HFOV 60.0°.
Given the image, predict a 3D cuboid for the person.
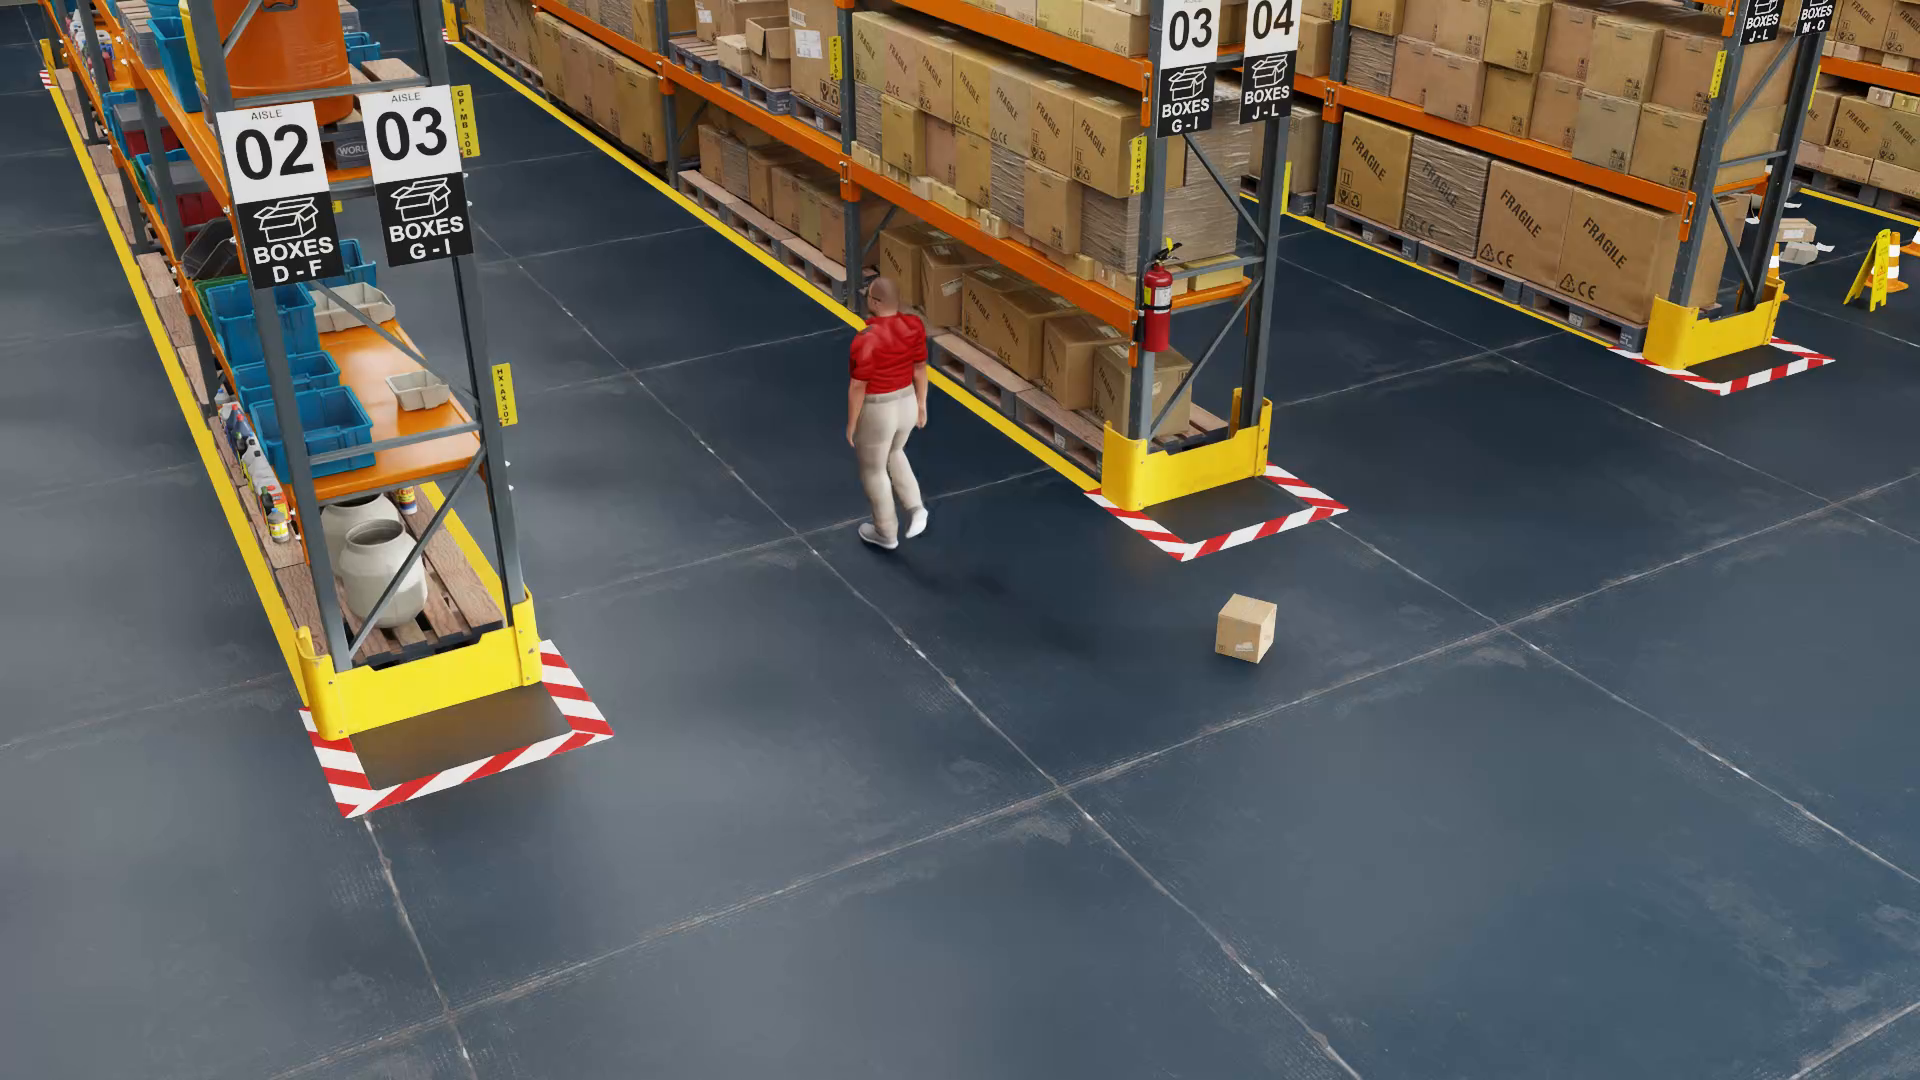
[{"bbox_3d":[-0.454,-0.751,9.906,0.564,1.737,0.475,-24,37,-37],"label":"person"}]
